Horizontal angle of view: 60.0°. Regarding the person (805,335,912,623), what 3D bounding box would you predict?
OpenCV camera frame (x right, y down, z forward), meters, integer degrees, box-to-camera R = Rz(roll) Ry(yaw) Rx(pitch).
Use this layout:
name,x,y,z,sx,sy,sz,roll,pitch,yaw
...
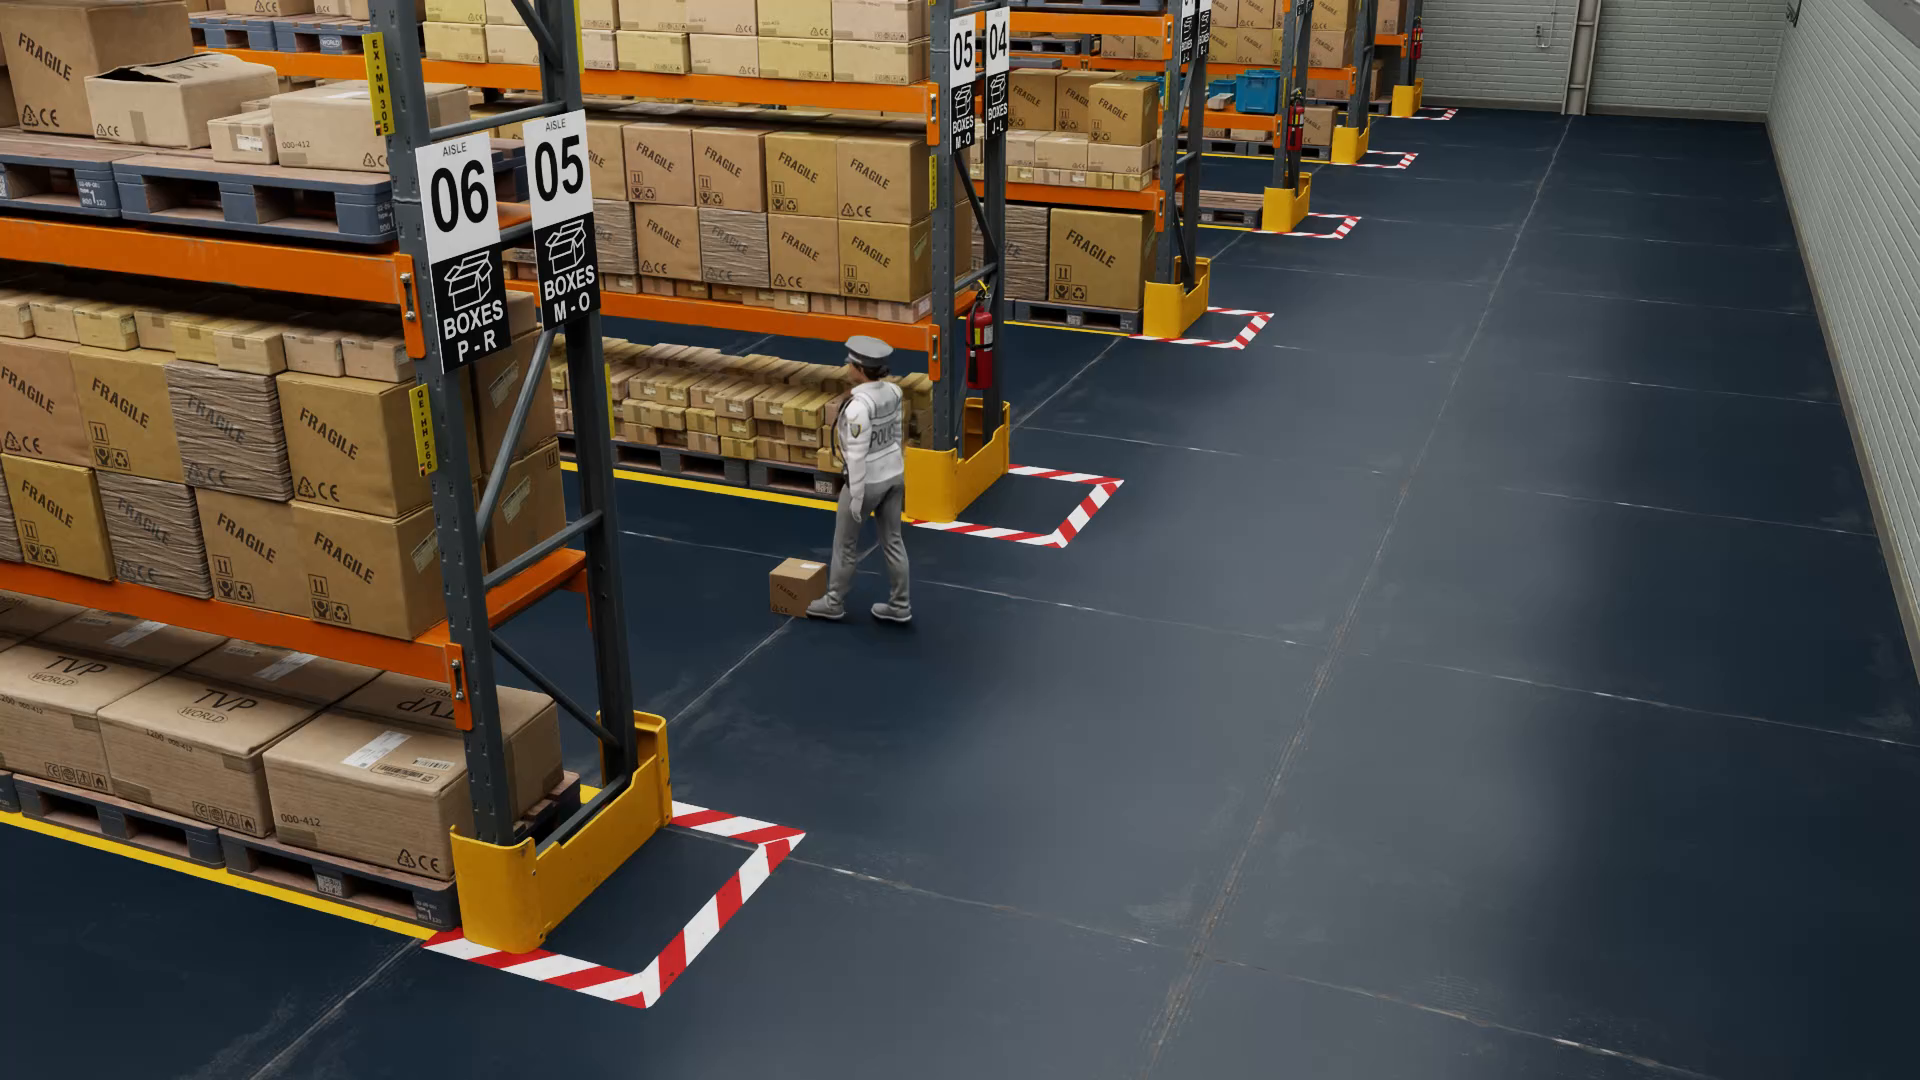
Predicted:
name,x,y,z,sx,sy,sz,roll,pitch,yaw
person,-0.565,-0.345,9.381,0.631,1.672,0.497,16,27,33
